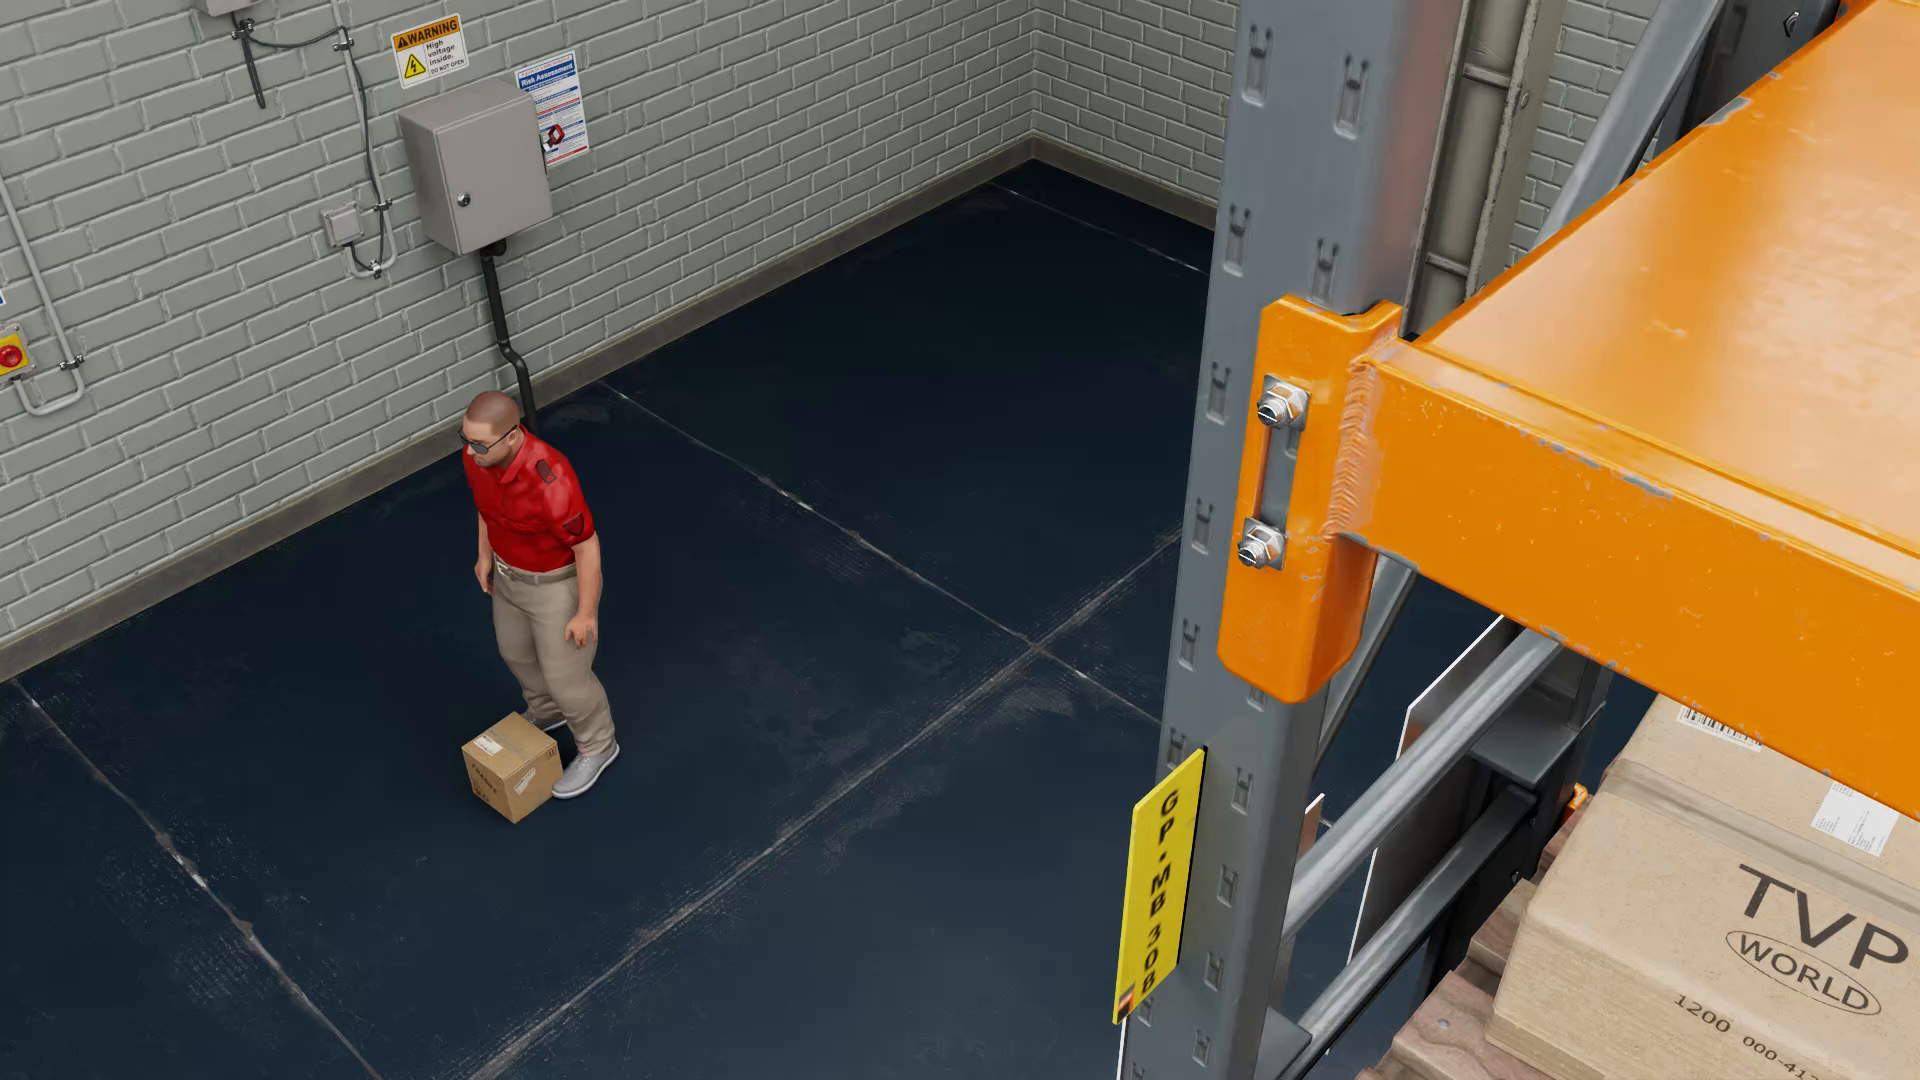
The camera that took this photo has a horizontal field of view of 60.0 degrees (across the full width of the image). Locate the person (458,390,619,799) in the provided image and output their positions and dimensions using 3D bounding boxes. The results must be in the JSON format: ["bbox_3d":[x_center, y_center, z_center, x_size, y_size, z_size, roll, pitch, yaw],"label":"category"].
[{"bbox_3d":[-1.518,0.164,5.963,0.605,1.726,0.402,27,46,29],"label":"person"}]
